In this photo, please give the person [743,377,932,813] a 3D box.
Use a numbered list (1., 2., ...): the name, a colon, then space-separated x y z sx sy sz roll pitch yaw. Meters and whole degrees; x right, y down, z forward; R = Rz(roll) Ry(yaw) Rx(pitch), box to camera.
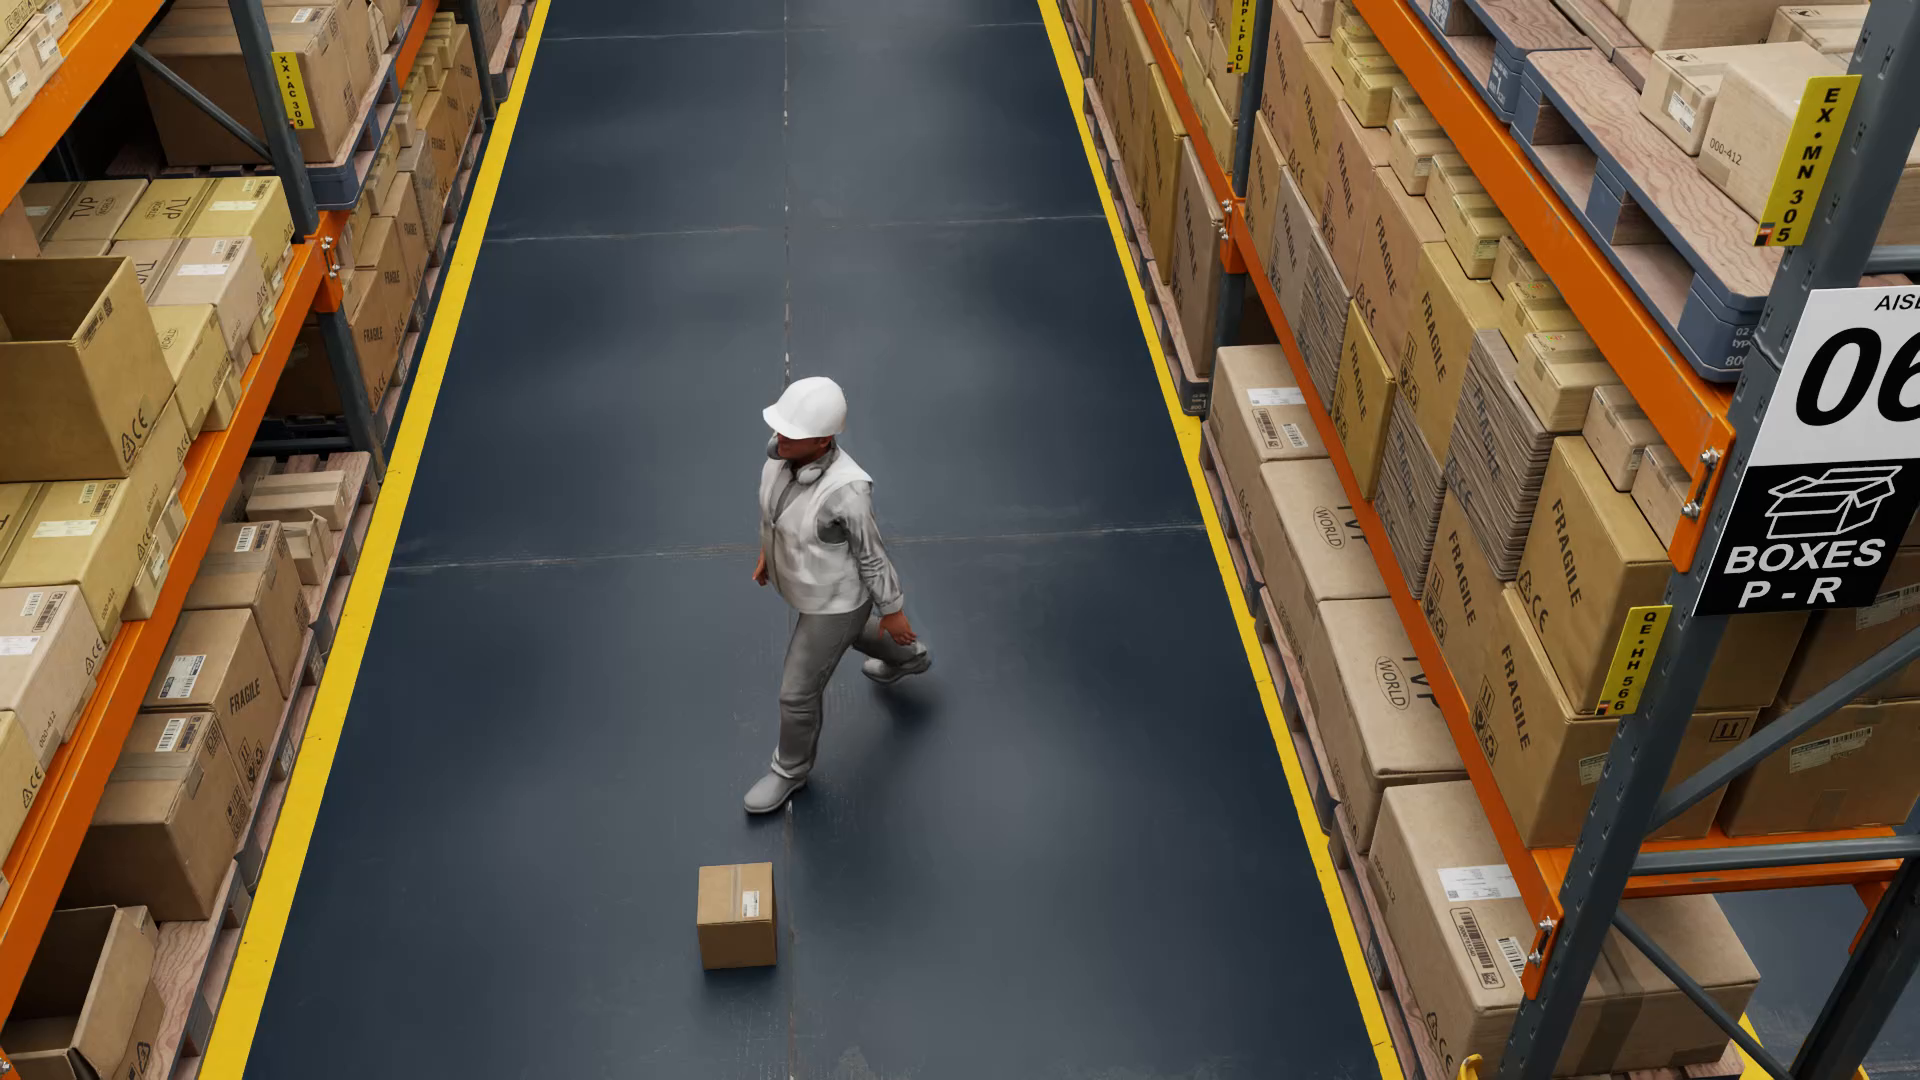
1. person: -0.463 0.133 5.977 0.976 1.738 0.640 -24 44 -26
